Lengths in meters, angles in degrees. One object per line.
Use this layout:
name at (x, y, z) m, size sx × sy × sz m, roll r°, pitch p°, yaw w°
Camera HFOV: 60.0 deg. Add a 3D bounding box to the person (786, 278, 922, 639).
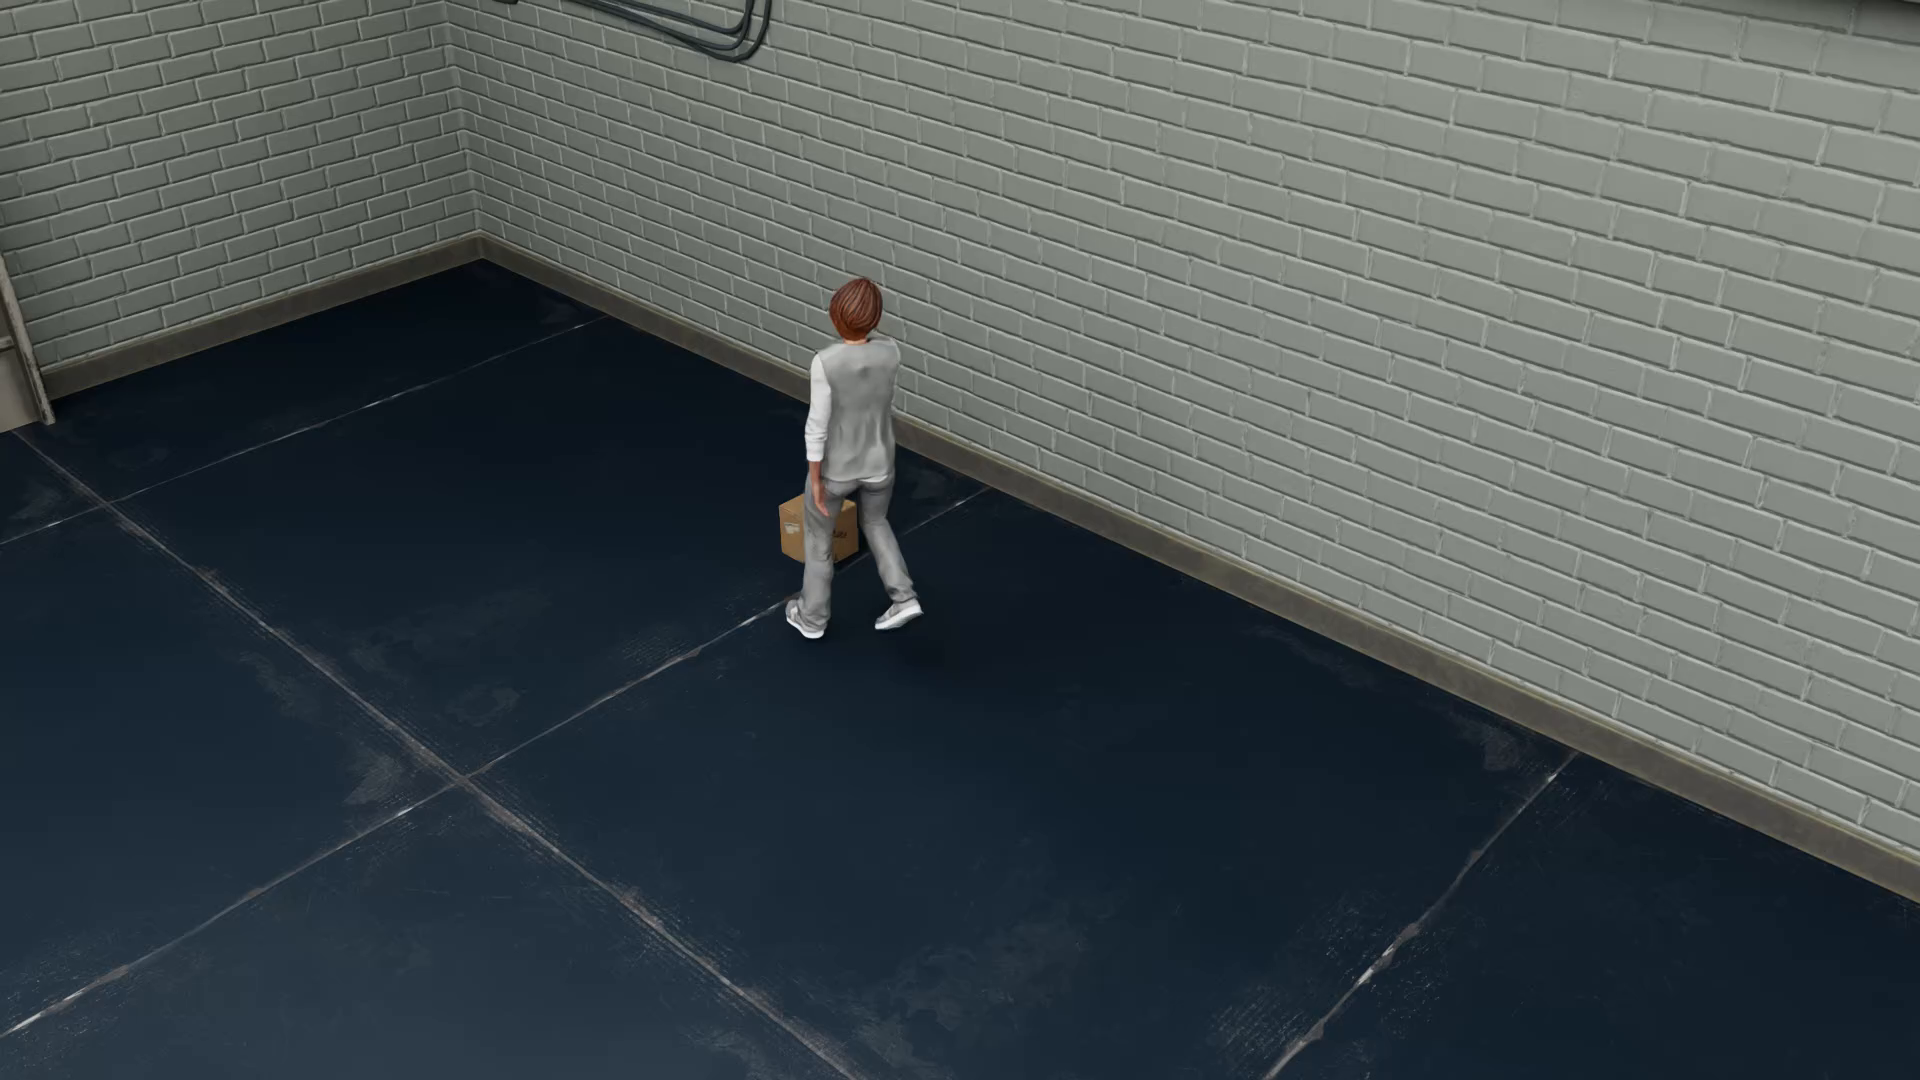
person at (-0.434, -0.264, 6.571) m, size 0.458 × 1.576 × 0.611 m, roll -14°, pitch 34°, yaw -21°
